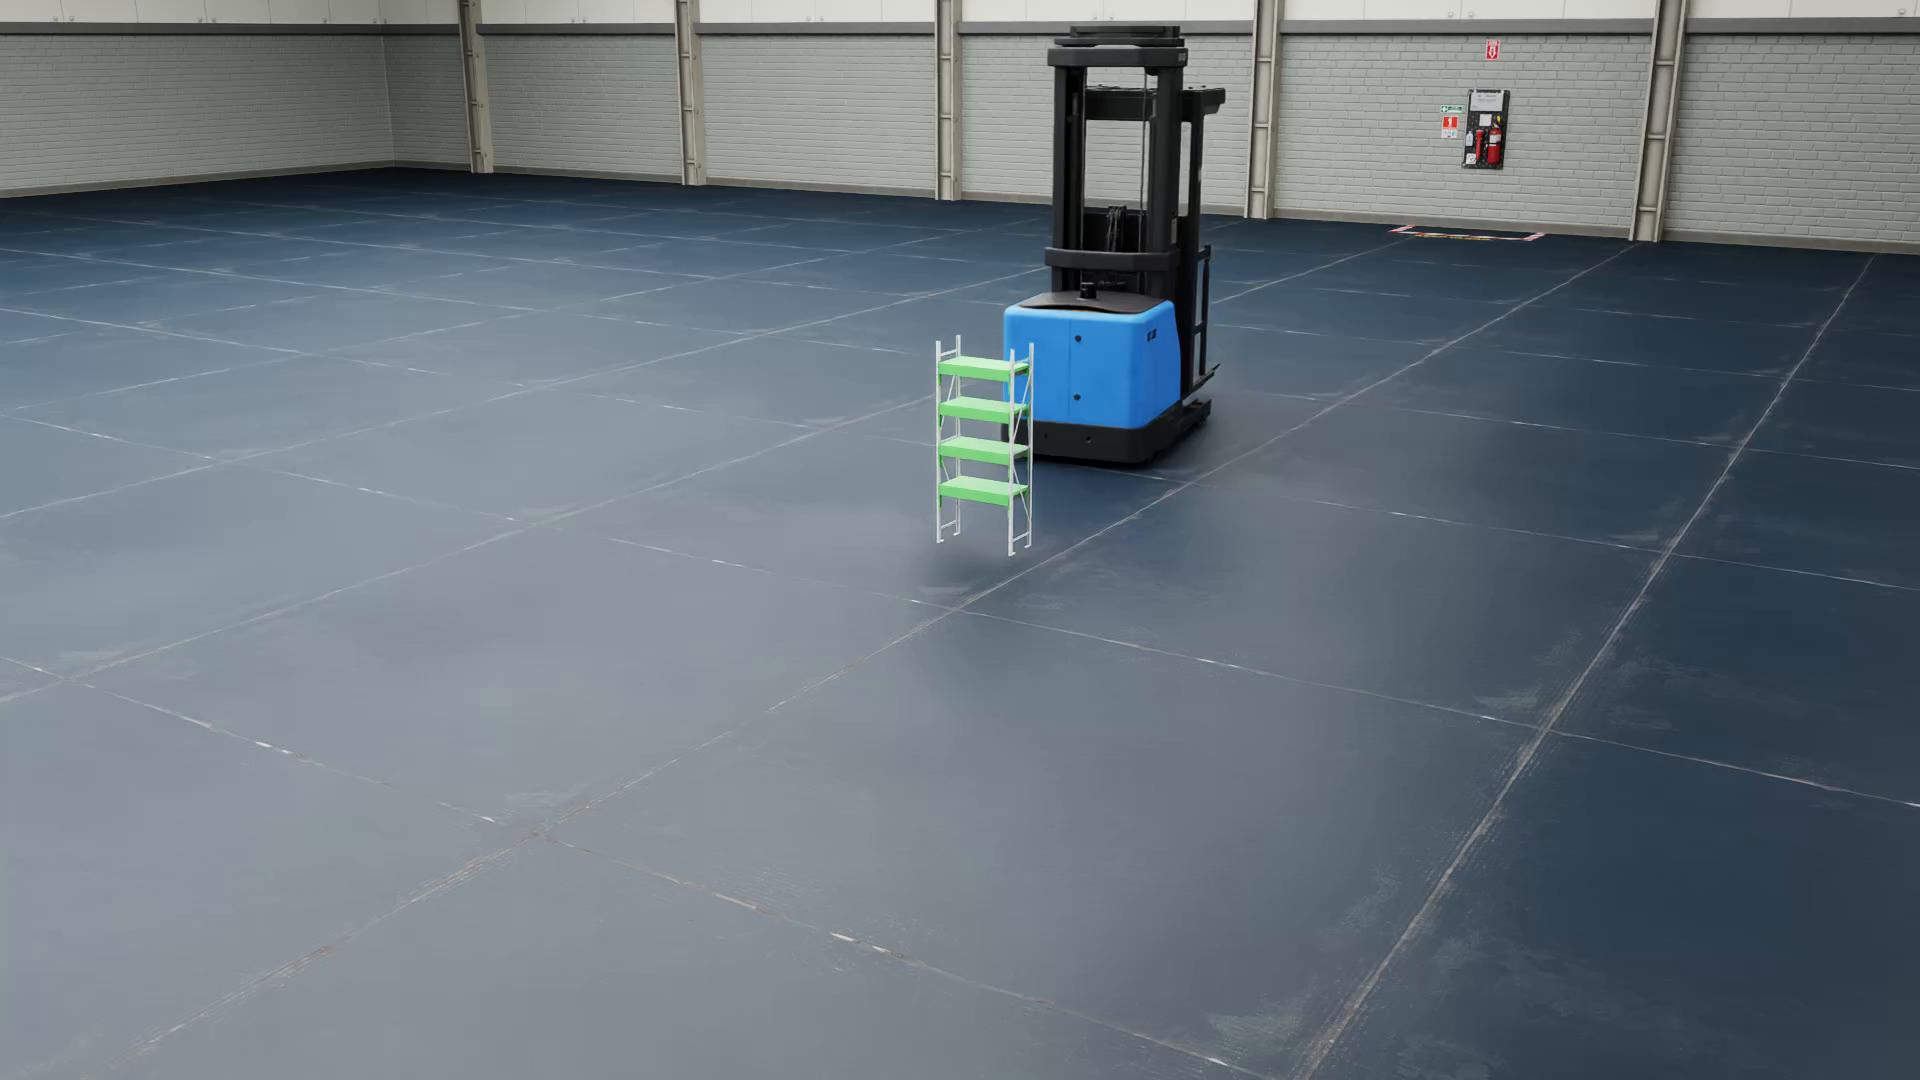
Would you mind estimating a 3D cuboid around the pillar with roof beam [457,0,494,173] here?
[{"bbox_3d":[-12.684,-11.278,31.528,0.400,9.000,9.100,10,20,30],"label":"pillar with roof beam"}]

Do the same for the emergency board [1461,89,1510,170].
[{"bbox_3d":[7.934,-6.209,25.160,0.643,1.169,0.194,10,20,30],"label":"emergency board"}]

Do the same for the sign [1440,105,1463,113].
[{"bbox_3d":[7.516,-6.586,25.429,0.331,0.109,0.001,10,20,30],"label":"sign"}]

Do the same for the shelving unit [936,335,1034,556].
[{"bbox_3d":[0.141,-0.549,9.624,0.503,1.200,0.258,10,20,30],"label":"shelving unit"}]

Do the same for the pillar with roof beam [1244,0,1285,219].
[{"bbox_3d":[2.654,-8.540,22.514,0.400,9.000,9.100,10,20,30],"label":"pillar with roof beam"}]

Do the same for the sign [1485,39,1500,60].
[{"bbox_3d":[7.980,-7.344,24.909,0.199,0.298,0.001,10,20,30],"label":"sign"}]

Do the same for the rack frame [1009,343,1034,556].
[{"bbox_3d":[0.349,-0.512,9.502,0.015,1.200,0.240,10,20,30],"label":"rack frame"}]

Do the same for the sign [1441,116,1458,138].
[{"bbox_3d":[7.517,-6.336,25.516,0.234,0.329,0.001,10,20,30],"label":"sign"}]

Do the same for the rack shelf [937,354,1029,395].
[{"bbox_3d":[0.141,-0.947,9.503,0.480,0.148,0.258,10,20,30],"label":"rack shelf"}]

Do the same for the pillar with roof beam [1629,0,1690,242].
[{"bbox_3d":[7.767,-7.628,19.510,0.400,9.000,9.100,10,20,30],"label":"pillar with roof beam"}]

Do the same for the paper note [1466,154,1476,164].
[{"bbox_3d":[7.820,-5.831,25.433,0.142,0.148,0.016,10,20,30],"label":"paper note"}]

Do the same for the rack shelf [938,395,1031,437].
[{"bbox_3d":[0.141,-0.717,9.573,0.480,0.148,0.258,10,20,30],"label":"rack shelf"}]

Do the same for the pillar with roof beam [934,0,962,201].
[{"bbox_3d":[-2.458,-9.453,25.519,0.400,9.000,9.100,10,20,30],"label":"pillar with roof beam"}]

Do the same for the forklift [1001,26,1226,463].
[{"bbox_3d":[1.311,-2.316,12.462,1.130,2.935,3.031,7,18,21],"label":"forklift"}]

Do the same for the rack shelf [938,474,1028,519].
[{"bbox_3d":[0.141,-0.258,9.712,0.480,0.148,0.258,10,20,30],"label":"rack shelf"}]

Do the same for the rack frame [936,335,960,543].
[{"bbox_3d":[-0.067,-0.586,9.746,0.015,1.200,0.240,10,20,30],"label":"rack frame"}]

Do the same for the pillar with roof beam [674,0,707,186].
[{"bbox_3d":[-7.571,-10.366,28.523,0.400,9.000,9.100,10,20,30],"label":"pillar with roof beam"}]

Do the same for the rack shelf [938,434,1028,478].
[{"bbox_3d":[0.141,-0.488,9.643,0.480,0.148,0.258,10,20,30],"label":"rack shelf"}]
